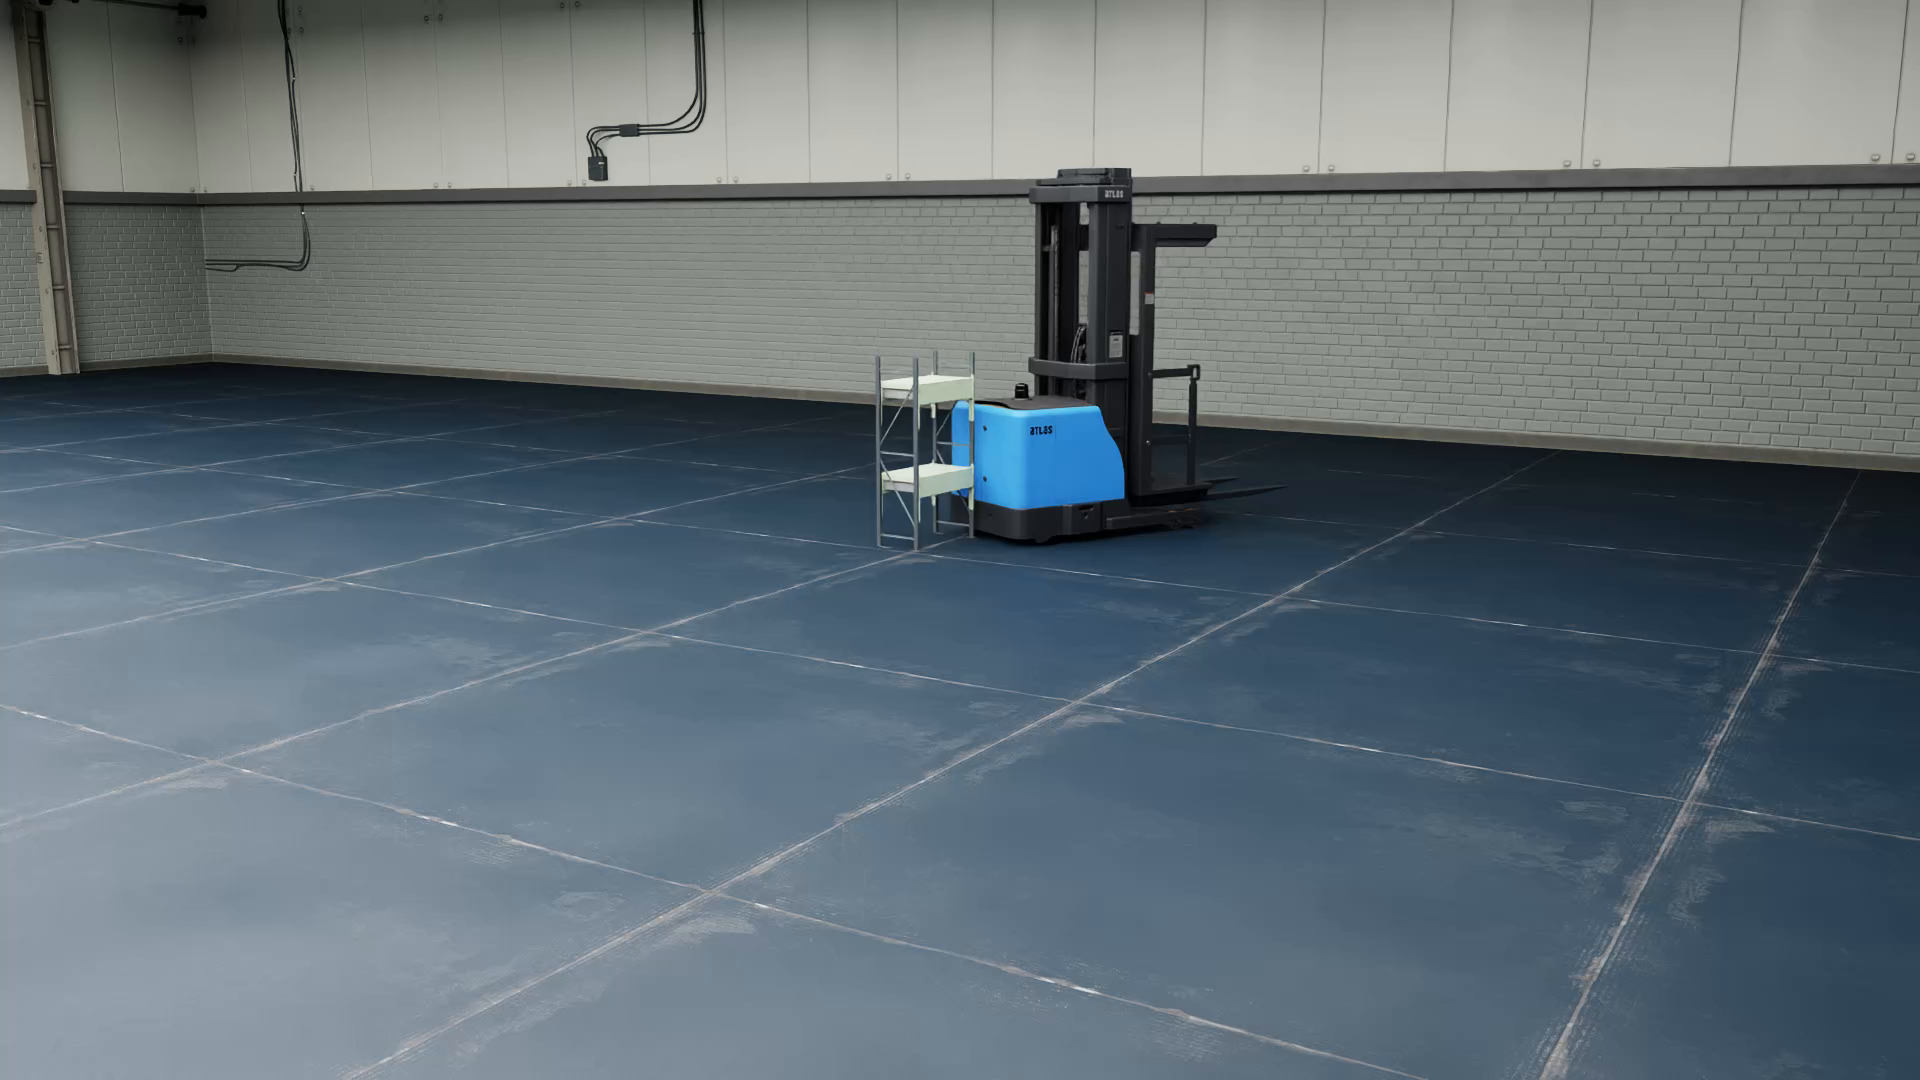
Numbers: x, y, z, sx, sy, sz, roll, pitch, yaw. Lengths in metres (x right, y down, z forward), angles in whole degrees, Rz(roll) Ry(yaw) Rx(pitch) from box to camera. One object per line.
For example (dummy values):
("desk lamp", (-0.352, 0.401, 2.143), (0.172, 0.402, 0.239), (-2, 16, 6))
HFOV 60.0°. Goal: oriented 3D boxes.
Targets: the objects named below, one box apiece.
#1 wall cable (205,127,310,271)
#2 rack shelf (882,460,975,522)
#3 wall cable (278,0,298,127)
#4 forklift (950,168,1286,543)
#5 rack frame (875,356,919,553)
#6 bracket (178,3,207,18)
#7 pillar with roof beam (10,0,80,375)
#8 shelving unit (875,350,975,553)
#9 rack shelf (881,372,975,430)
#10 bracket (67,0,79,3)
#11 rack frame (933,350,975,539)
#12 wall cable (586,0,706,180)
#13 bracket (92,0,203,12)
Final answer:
("wall cable", (-12.838, -6.116, 30.022), (3.097, 2.526, 0.112), (6, 12, 31))
("rack shelf", (-0.267, -0.394, 13.168), (0.431, 0.370, 0.720), (8, 13, 35))
("wall cable", (-10.525, -8.340, 28.176), (3.097, 2.526, 0.112), (6, 12, 31))
("forklift", (1.435, -1.596, 13.929), (3.031, 2.935, 1.130), (-7, 13, -32))
("rack frame", (-0.483, -0.660, 12.818), (0.400, 1.500, 0.023), (8, 13, 35))
("bracket", (-13.748, -9.479, 29.763), (0.235, 0.232, 0.430), (6, 12, 31))
("pillar with roof beam", (-11.818, -6.894, 25.739), (9.100, 9.000, 0.548), (6, 12, 31))
("shelving unit", (-0.267, -0.714, 13.108), (0.431, 1.500, 0.755), (8, 13, 35))
("rack shelf", (-0.267, -1.098, 13.036), (0.431, 0.370, 0.720), (8, 13, 35))
("bracket", (-14.978, -9.106, 27.772), (0.235, 0.232, 0.430), (6, 12, 31))
("rack frame", (-0.051, -0.769, 13.398), (0.400, 1.500, 0.023), (8, 13, 35))
("wall cable", (-4.732, -8.404, 24.565), (2.305, 6.003, 0.169), (6, 12, 31))
("bracket", (-14.055, -9.386, 29.267), (0.076, 0.066, 3.189), (6, 12, 31))
